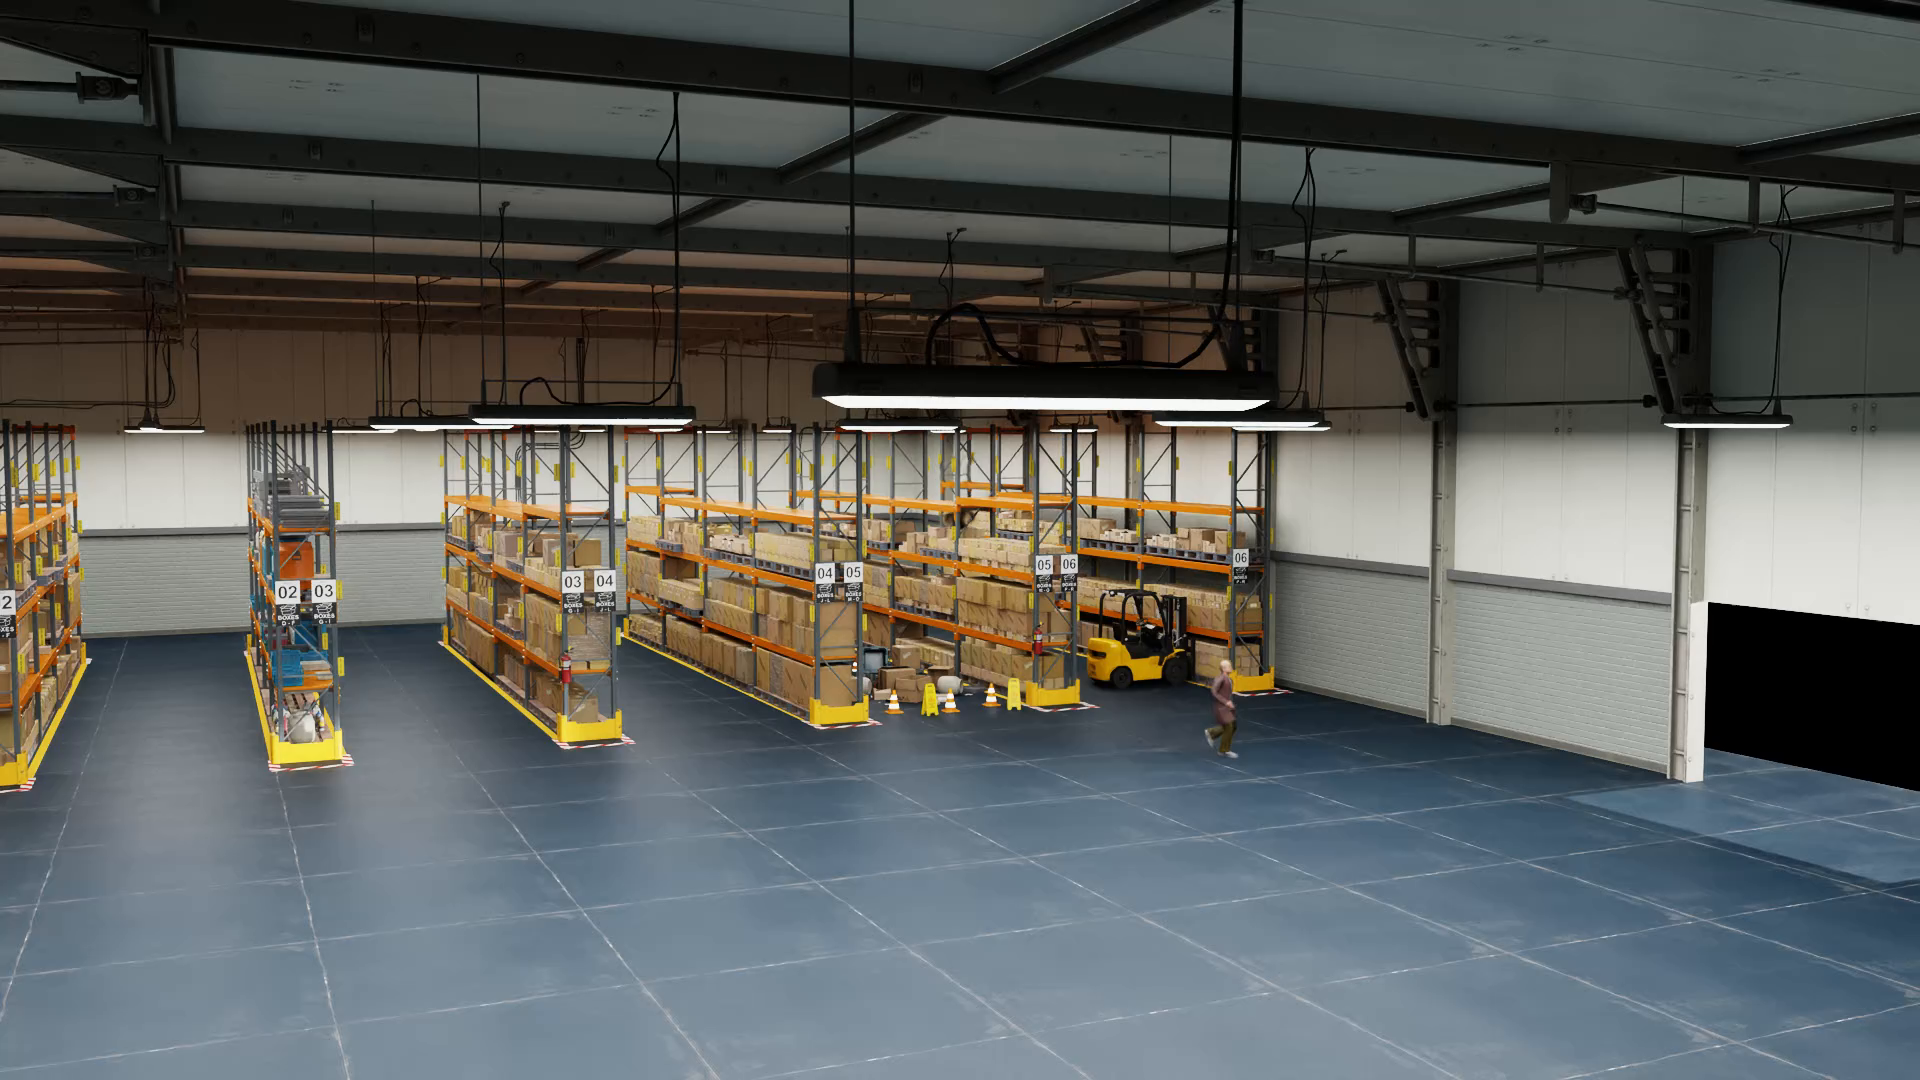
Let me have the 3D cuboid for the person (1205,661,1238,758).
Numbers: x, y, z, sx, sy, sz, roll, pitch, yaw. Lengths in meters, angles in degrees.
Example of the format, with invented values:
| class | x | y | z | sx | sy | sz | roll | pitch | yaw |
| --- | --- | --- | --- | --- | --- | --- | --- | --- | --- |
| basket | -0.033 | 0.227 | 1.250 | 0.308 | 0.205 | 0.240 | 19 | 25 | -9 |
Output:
| class | x | y | z | sx | sy | sz | roll | pitch | yaw |
| --- | --- | --- | --- | --- | --- | --- | --- | --- | --- |
| person | 4.645 | 3.008 | 29.669 | 0.627 | 1.737 | 0.729 | 2 | 4 | 27 |
